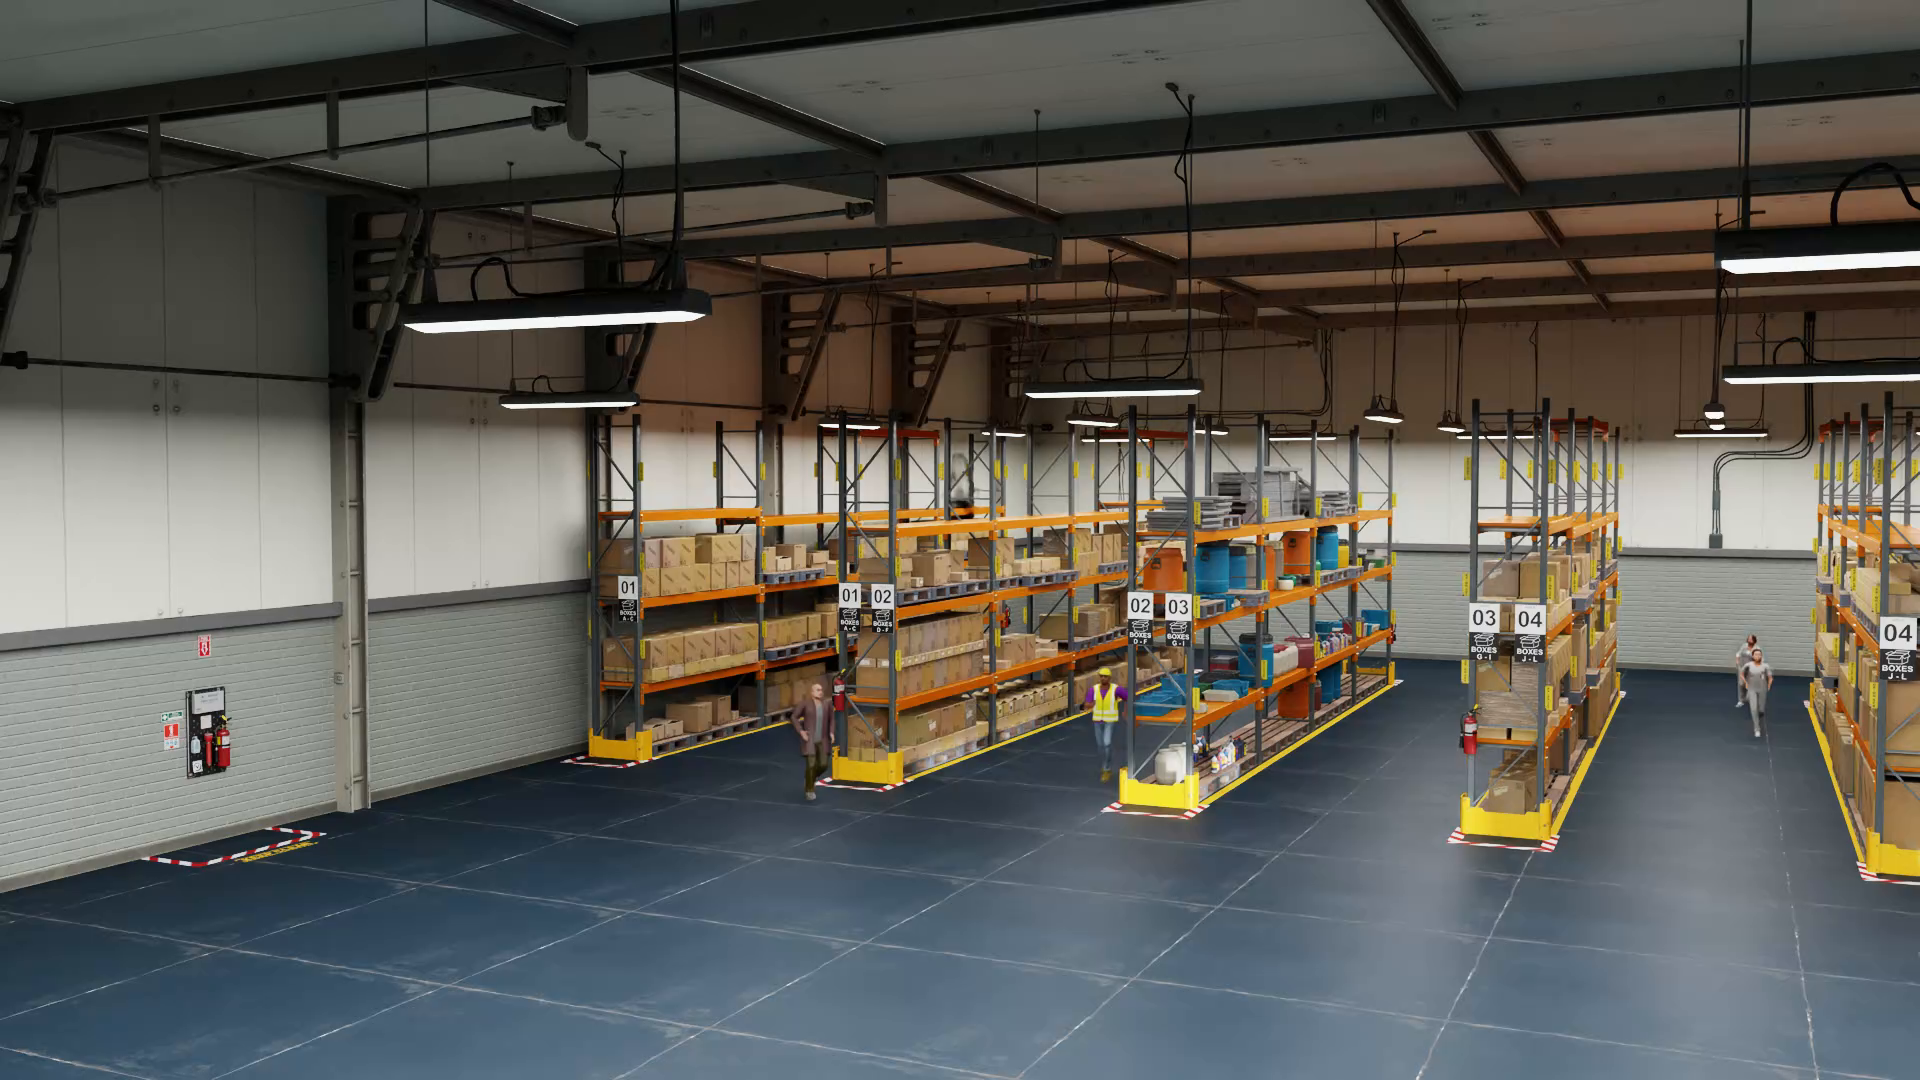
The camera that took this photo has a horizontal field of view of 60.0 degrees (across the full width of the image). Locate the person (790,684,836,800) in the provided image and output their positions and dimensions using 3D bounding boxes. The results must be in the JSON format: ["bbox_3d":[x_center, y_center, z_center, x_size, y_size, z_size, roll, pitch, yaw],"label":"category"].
[{"bbox_3d":[-2.235,3.093,25.582,0.742,1.750,0.570,-1,3,-23],"label":"person"}]

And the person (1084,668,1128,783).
[{"bbox_3d":[2.379,2.992,27.161,0.677,1.821,0.807,1,3,25],"label":"person"}]

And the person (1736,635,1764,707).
[{"bbox_3d":[16.852,2.786,35.486,0.578,1.557,0.616,2,3,44],"label":"person"}]

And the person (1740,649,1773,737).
[{"bbox_3d":[15.167,3.017,31.678,0.565,1.395,0.747,1,3,21],"label":"person"}]
